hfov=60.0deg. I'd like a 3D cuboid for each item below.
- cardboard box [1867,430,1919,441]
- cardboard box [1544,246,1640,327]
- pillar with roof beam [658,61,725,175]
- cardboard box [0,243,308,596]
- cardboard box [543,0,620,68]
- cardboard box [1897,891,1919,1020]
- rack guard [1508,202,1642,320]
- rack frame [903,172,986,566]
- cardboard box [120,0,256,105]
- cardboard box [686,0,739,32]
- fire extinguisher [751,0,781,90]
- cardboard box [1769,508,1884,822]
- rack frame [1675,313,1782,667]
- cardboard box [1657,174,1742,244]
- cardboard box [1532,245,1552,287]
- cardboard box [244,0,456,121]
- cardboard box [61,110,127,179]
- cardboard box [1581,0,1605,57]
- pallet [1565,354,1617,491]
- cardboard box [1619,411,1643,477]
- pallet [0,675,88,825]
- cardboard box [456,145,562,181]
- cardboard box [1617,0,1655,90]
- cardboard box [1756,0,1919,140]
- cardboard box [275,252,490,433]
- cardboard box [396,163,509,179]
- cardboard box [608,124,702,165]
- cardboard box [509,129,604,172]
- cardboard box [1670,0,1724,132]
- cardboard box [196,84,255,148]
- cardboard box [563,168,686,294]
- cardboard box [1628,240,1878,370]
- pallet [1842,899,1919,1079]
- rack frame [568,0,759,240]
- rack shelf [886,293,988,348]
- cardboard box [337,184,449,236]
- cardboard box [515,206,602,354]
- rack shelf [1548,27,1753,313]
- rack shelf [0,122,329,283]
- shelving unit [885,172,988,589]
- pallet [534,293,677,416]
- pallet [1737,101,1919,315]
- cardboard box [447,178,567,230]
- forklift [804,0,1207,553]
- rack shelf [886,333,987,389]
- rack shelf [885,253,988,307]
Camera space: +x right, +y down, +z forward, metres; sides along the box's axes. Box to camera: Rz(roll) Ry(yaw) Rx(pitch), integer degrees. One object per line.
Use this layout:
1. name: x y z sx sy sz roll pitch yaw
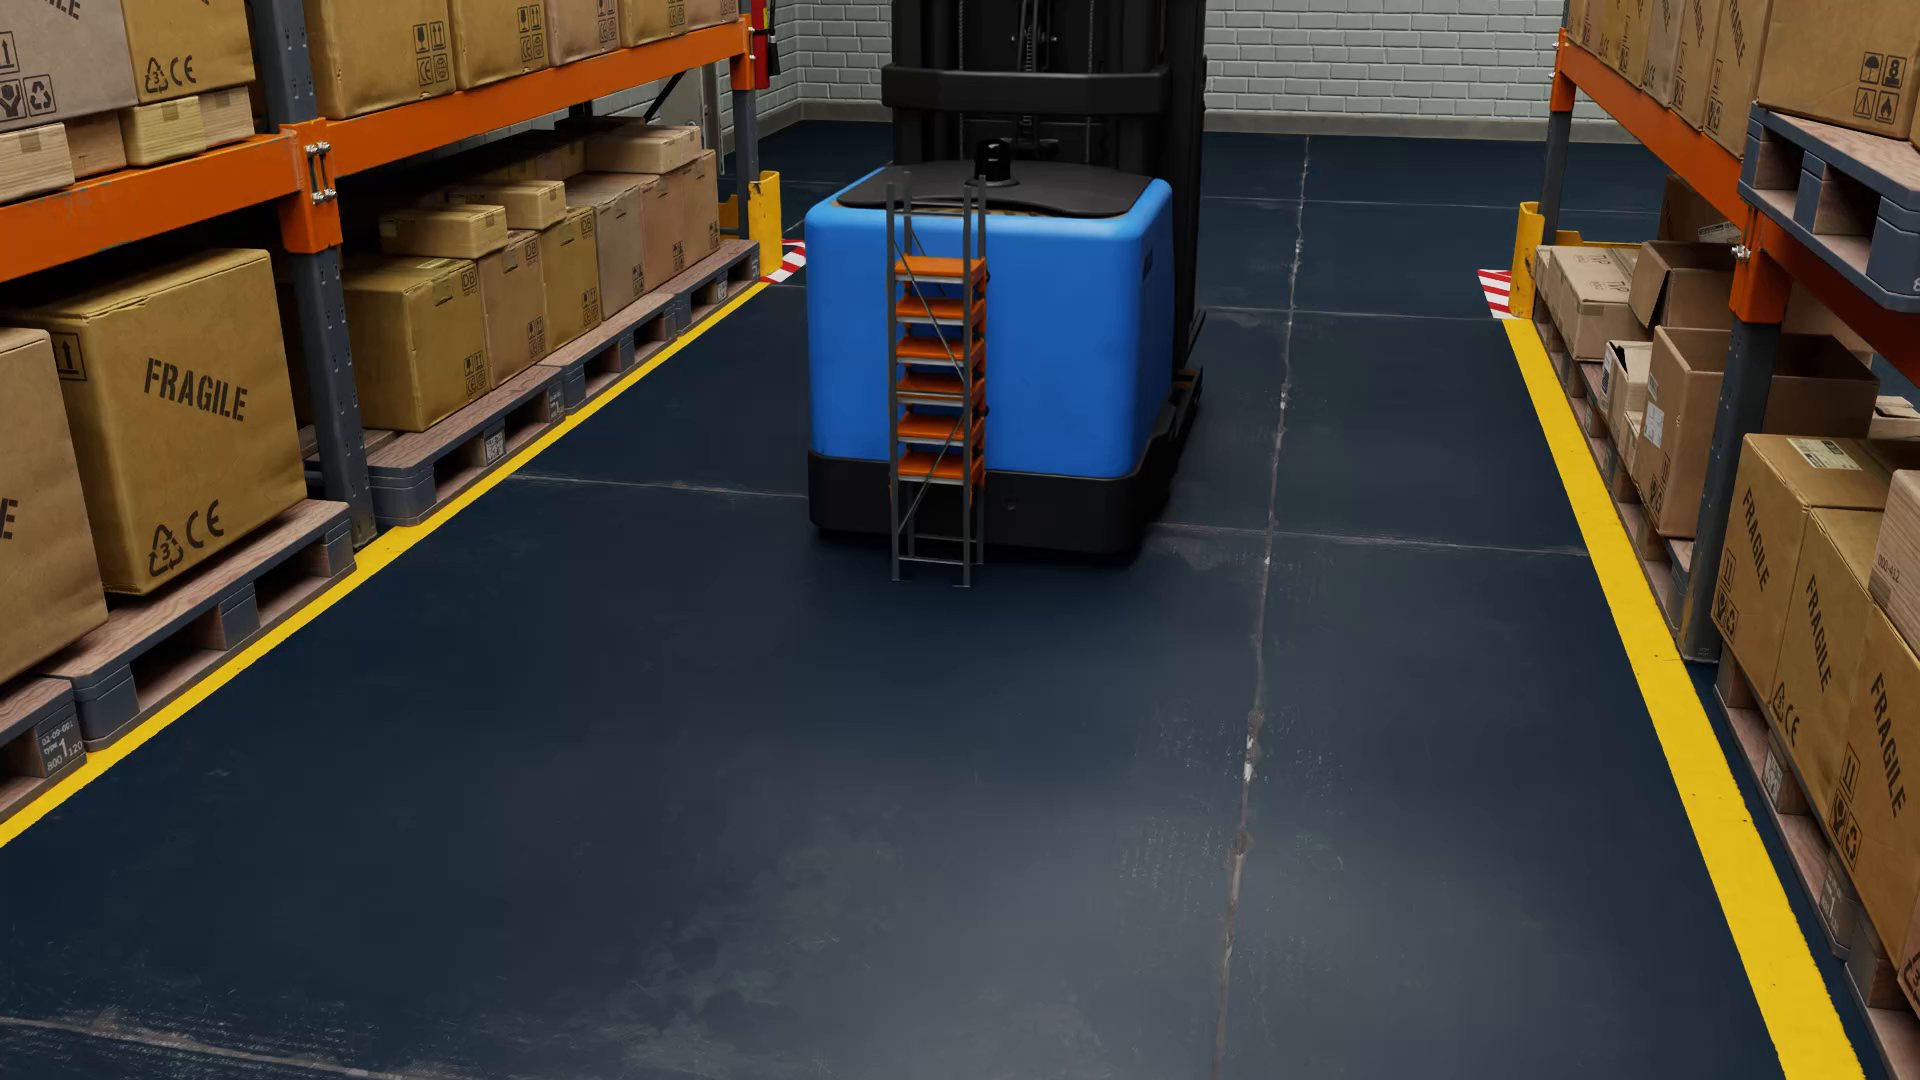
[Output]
1. cardboard box: 2.765 -0.133 4.679 0.500 0.311 0.500 4 22 11
2. cardboard box: 2.794 -1.071 7.089 0.500 0.250 0.500 4 22 11
3. pillar with roof beam: 2.353 -6.386 9.165 9.100 9.000 0.400 4 22 11
4. cardboard box: -2.388 -0.366 4.561 0.750 0.750 0.750 5 22 12
5. cardboard box: -1.962 -2.285 6.611 0.980 0.700 0.700 3 22 8
6. cardboard box: 1.820 0.637 2.513 0.500 0.500 0.500 4 22 9
7. rack guard: 3.269 -1.315 7.949 1.175 0.500 0.348 4 22 11
8. rack frame: -0.045 -0.486 4.955 0.240 1.200 0.006 5 22 12
9. cardboard box: -2.230 -1.421 4.308 0.500 0.500 0.500 4 22 10
10. cardboard box: -1.660 -2.830 7.964 0.980 0.700 0.700 5 23 13
11. fire extinguisher: -1.083 -2.690 8.619 0.296 0.674 0.183 4 22 11
12. cardboard box: 2.033 0.270 3.424 0.500 0.500 0.500 5 22 12
13. rack frame: 2.468 -1.039 3.919 1.000 3.000 0.127 4 22 11
14. cardboard box: 3.414 -1.329 7.396 0.500 0.500 0.500 4 22 11
15. cardboard box: 2.862 -1.257 7.686 0.380 0.149 0.250 4 22 11
16. cardboard box: -2.256 -1.752 5.287 0.980 0.700 0.700 5 22 12
17. cardboard box: -2.299 -0.978 4.075 0.380 0.149 0.250 5 23 13
18. cardboard box: 2.835 -2.217 6.710 0.500 0.500 0.500 4 22 10
19. pallet: 2.856 -0.444 6.174 1.003 0.211 1.213 4 22 11
20. cardboard box: 2.324 -0.293 5.292 0.380 0.149 0.250 4 22 11
21. pallet: -2.713 0.613 3.548 1.003 0.211 1.213 4 22 11
22. cardboard box: -1.987 -1.642 7.331 0.380 0.149 0.250 5 22 12
23. cardboard box: 2.627 -1.851 5.801 0.500 0.500 0.500 5 22 12
24. cardboard box: 2.152 -1.124 3.434 0.700 0.500 0.500 -3 22 -7
25. cardboard box: -2.129 -0.716 5.901 0.700 0.500 0.500 5 22 12
26. cardboard box: -2.090 -1.456 6.868 0.380 0.149 0.250 4 22 10
27. cardboard box: -1.459 -1.890 7.947 0.380 0.149 0.250 4 22 10
28. cardboard box: -1.884 -1.827 7.789 0.380 0.149 0.250 5 22 11
29. cardboard box: 2.423 -1.477 4.871 0.500 0.500 0.500 5 22 12
30. cardboard box: -2.174 -1.163 4.536 0.380 0.149 0.250 5 22 11
31. cardboard box: -1.713 -1.467 7.765 0.700 0.500 0.500 4 22 11
32. cardboard box: 2.846 -0.773 6.010 0.797 0.503 0.637 4 22 11
33. pallet: 2.092 1.002 2.583 1.003 0.211 1.213 4 22 11
34. rack frame: -1.566 -2.878 8.485 1.000 3.000 0.127 4 22 11
35. rack shelf: -0.066 -0.634 4.799 0.258 0.103 0.180 5 22 12
36. cardboard box: -2.195 -1.269 6.404 0.380 0.149 0.250 4 22 9
37. cardboard box: -1.917 -1.088 6.823 0.700 0.500 0.500 5 22 12
38. rack shelf: 2.876 -1.437 5.869 1.077 0.370 4.000 4 22 11
39. rack shelf: -2.790 -0.350 3.171 1.077 0.370 4.000 4 22 11
40. shelving unit: -0.066 -0.453 4.872 0.258 1.200 0.189 5 22 12
41. pallet: -1.904 -0.842 7.161 1.003 0.211 1.213 4 22 11
42. pallet: 2.198 -0.666 3.250 1.003 0.211 1.213 4 22 11
43. cardboard box: -1.774 -1.320 6.531 0.380 0.149 0.250 4 22 9
44. forklift: 0.357 -1.838 5.995 1.130 2.935 3.031 5 22 12
45. rack shelf: -0.066 -0.523 4.844 0.258 0.103 0.180 5 22 12
46. rack shelf: -0.066 -0.746 4.754 0.258 0.103 0.180 5 22 12
